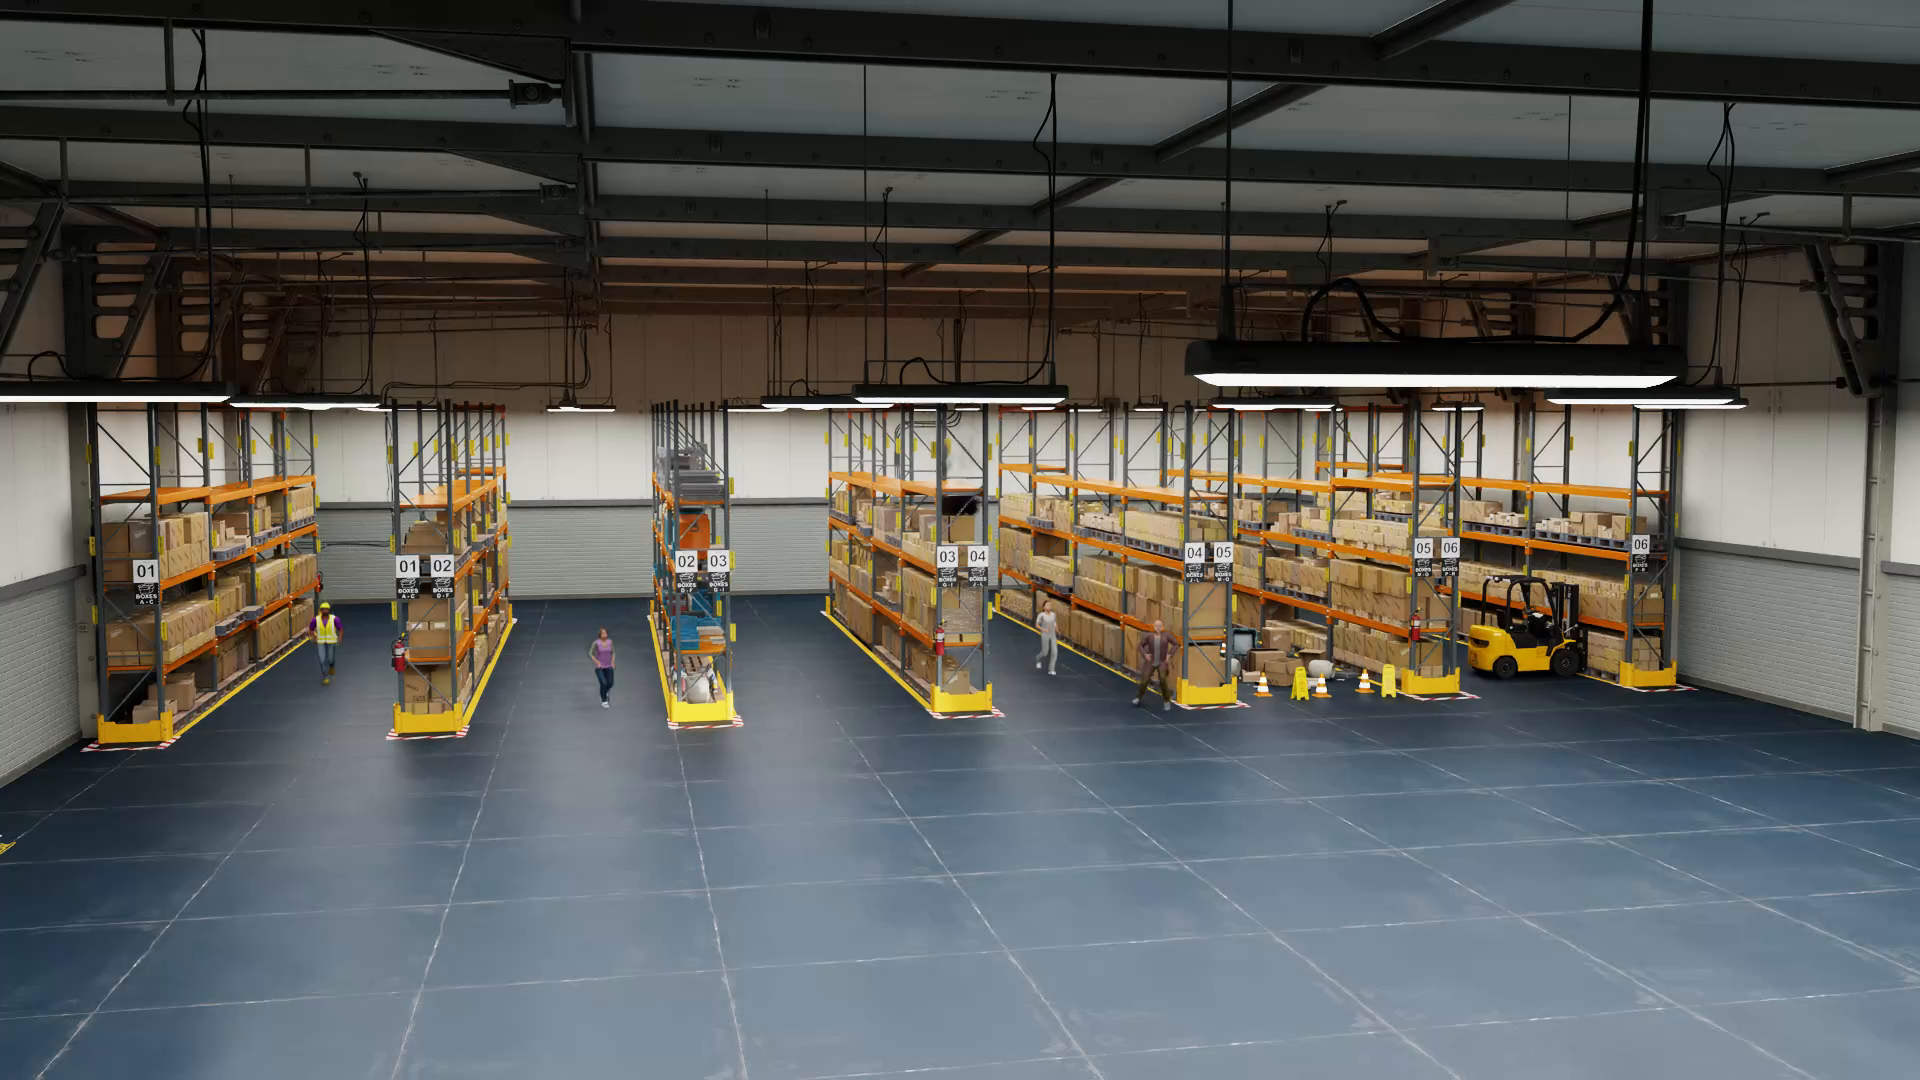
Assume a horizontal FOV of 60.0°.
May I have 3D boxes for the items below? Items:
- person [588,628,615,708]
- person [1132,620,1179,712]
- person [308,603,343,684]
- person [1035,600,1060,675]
[{"bbox_3d":[-6.994,2.505,32.550,0.546,1.542,0.533,-2,5,-27],"label":"person"},{"bbox_3d":[3.813,2.428,32.443,0.902,1.762,0.762,1,4,8],"label":"person"},{"bbox_3d":[-13.544,2.194,35.521,0.702,1.726,0.598,-1,5,-18],"label":"person"},{"bbox_3d":[1.938,2.142,36.701,0.574,1.628,0.758,-2,5,-24],"label":"person"}]
